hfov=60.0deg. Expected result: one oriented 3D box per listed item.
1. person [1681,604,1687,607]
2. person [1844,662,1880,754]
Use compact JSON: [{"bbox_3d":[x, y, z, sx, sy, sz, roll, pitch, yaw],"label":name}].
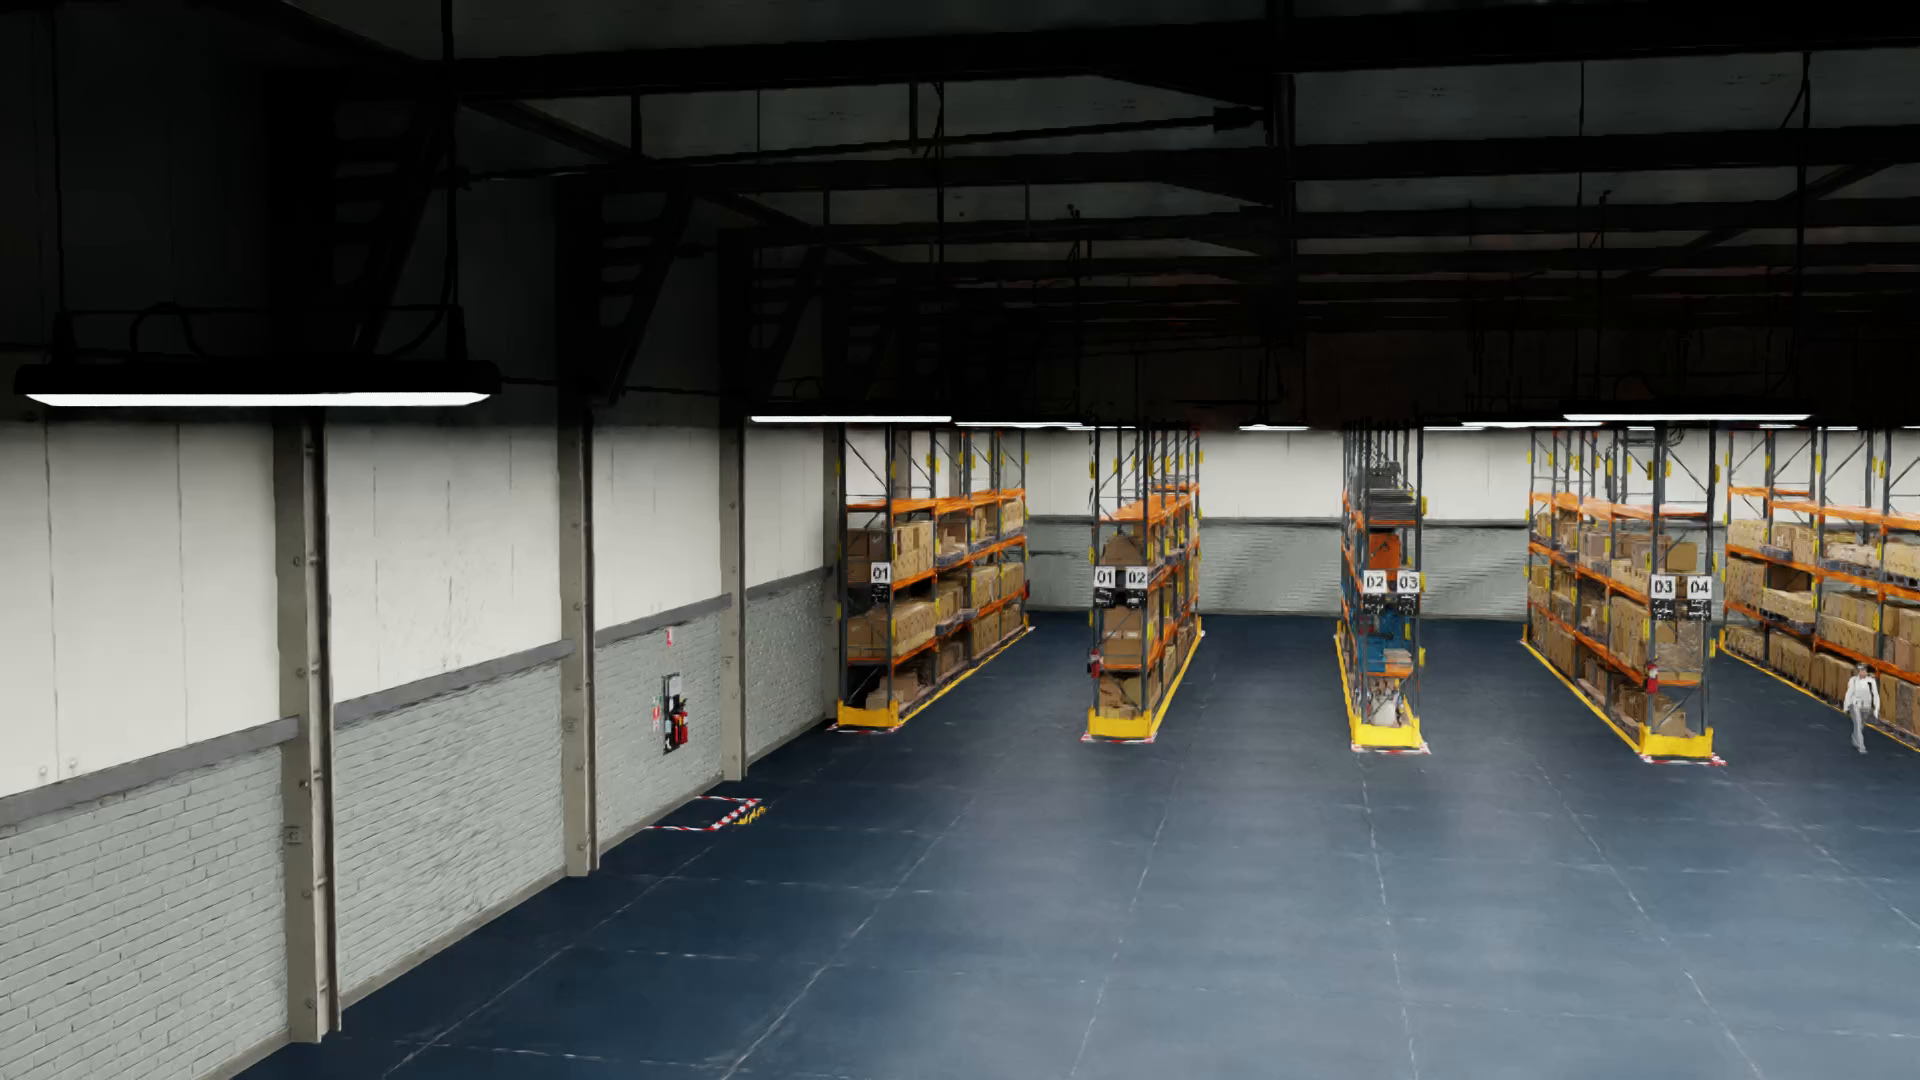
[{"bbox_3d":[17.808,2.156,41.043,0.469,1.766,0.642,-1,4,-12],"label":"person"},{"bbox_3d":[16.139,2.972,29.734,0.502,1.624,0.997,1,4,10],"label":"person"}]
